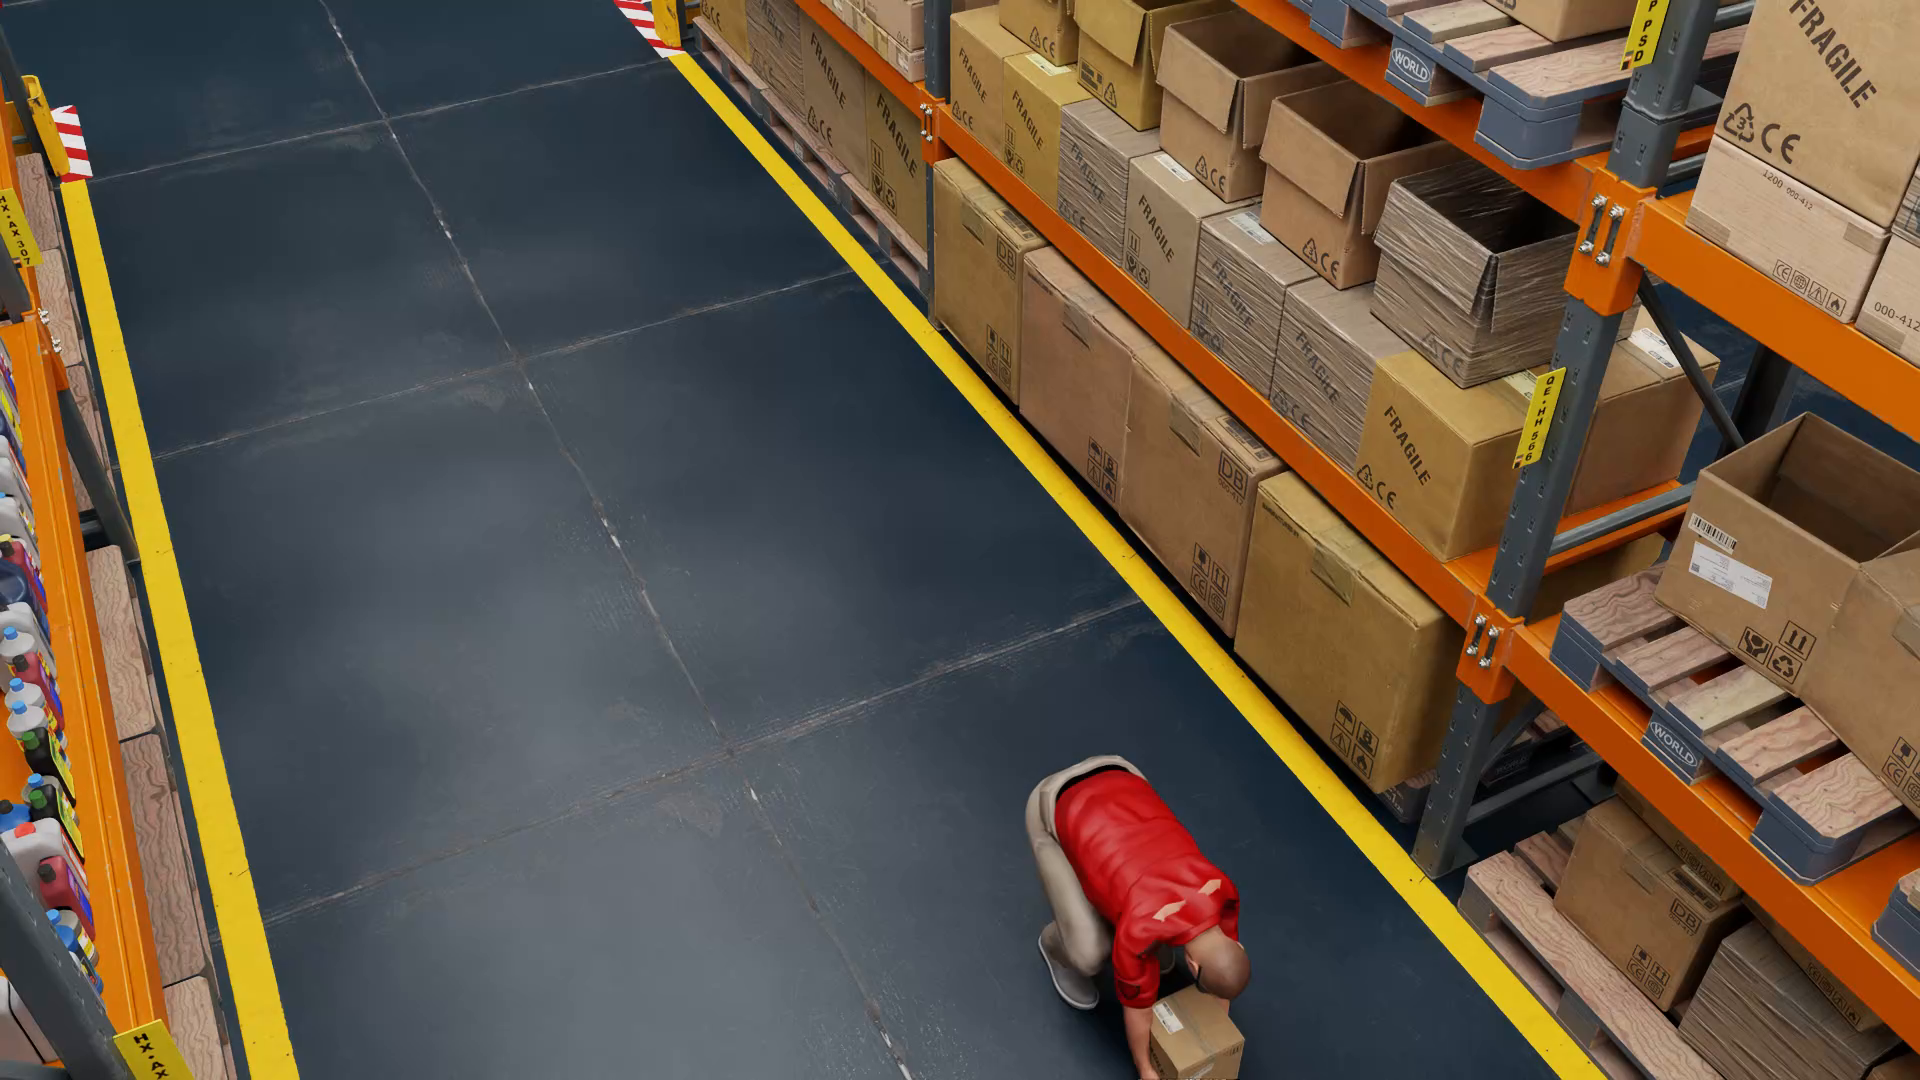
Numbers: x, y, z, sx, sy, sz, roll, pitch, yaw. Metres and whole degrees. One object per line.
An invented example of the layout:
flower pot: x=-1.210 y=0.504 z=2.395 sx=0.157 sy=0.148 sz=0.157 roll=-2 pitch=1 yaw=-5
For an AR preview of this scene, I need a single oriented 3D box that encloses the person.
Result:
person: x=0.588 y=1.240 z=5.422 sx=0.545 sy=0.867 sz=0.957 roll=-21 pitch=45 yaw=-22
